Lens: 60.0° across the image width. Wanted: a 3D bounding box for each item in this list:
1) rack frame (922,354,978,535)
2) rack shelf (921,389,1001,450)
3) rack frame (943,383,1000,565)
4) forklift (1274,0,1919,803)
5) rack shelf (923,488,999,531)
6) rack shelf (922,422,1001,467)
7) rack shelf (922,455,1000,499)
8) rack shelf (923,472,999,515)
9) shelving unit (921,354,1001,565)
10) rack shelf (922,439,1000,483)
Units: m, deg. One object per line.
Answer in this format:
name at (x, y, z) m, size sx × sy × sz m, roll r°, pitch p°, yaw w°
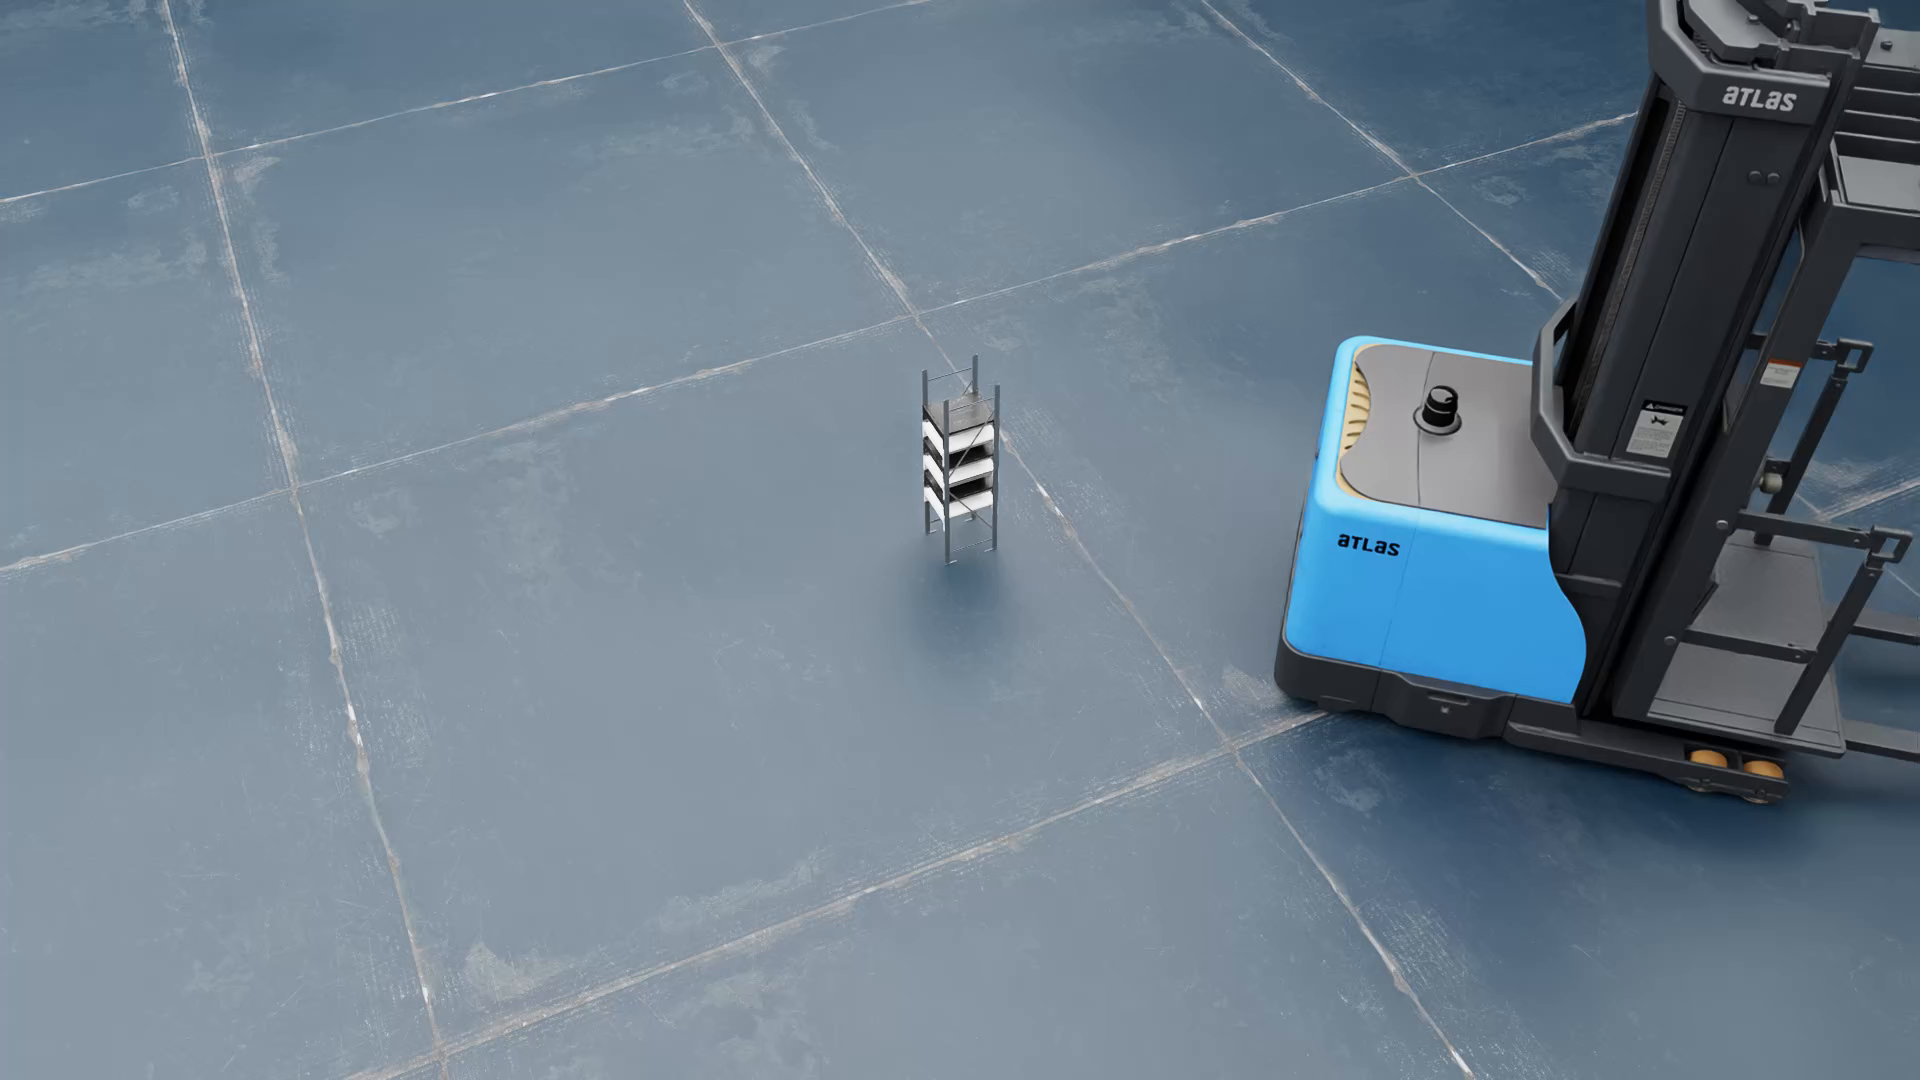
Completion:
rack frame at (-0.039, -0.380, 6.863) m, size 0.240 × 0.900 × 0.006 m, roll -18°, pitch 47°, yaw -17°
rack shelf at (0.003, -0.484, 6.631) m, size 0.258 × 0.077 × 0.200 m, roll -18°, pitch 47°, yaw -17°
rack frame at (0.046, -0.250, 6.732) m, size 0.240 × 0.900 × 0.006 m, roll -18°, pitch 47°, yaw -17°
forklift at (2.796, -0.489, 5.528) m, size 3.031 × 2.935 × 1.130 m, roll 10°, pitch 46°, yaw 10°
rack shelf at (0.003, -0.163, 6.947) m, size 0.258 × 0.077 × 0.200 m, roll -18°, pitch 47°, yaw -17°
rack shelf at (0.003, -0.420, 6.695) m, size 0.258 × 0.077 × 0.200 m, roll -18°, pitch 47°, yaw -17°
rack shelf at (0.003, -0.291, 6.821) m, size 0.258 × 0.077 × 0.200 m, roll -18°, pitch 47°, yaw -17°
rack shelf at (0.003, -0.227, 6.884) m, size 0.258 × 0.077 × 0.200 m, roll -18°, pitch 47°, yaw -17°
shelving unit at (0.003, -0.315, 6.798) m, size 0.258 × 0.900 × 0.210 m, roll -18°, pitch 47°, yaw -17°
rack shelf at (0.003, -0.355, 6.758) m, size 0.258 × 0.077 × 0.200 m, roll -18°, pitch 47°, yaw -17°
